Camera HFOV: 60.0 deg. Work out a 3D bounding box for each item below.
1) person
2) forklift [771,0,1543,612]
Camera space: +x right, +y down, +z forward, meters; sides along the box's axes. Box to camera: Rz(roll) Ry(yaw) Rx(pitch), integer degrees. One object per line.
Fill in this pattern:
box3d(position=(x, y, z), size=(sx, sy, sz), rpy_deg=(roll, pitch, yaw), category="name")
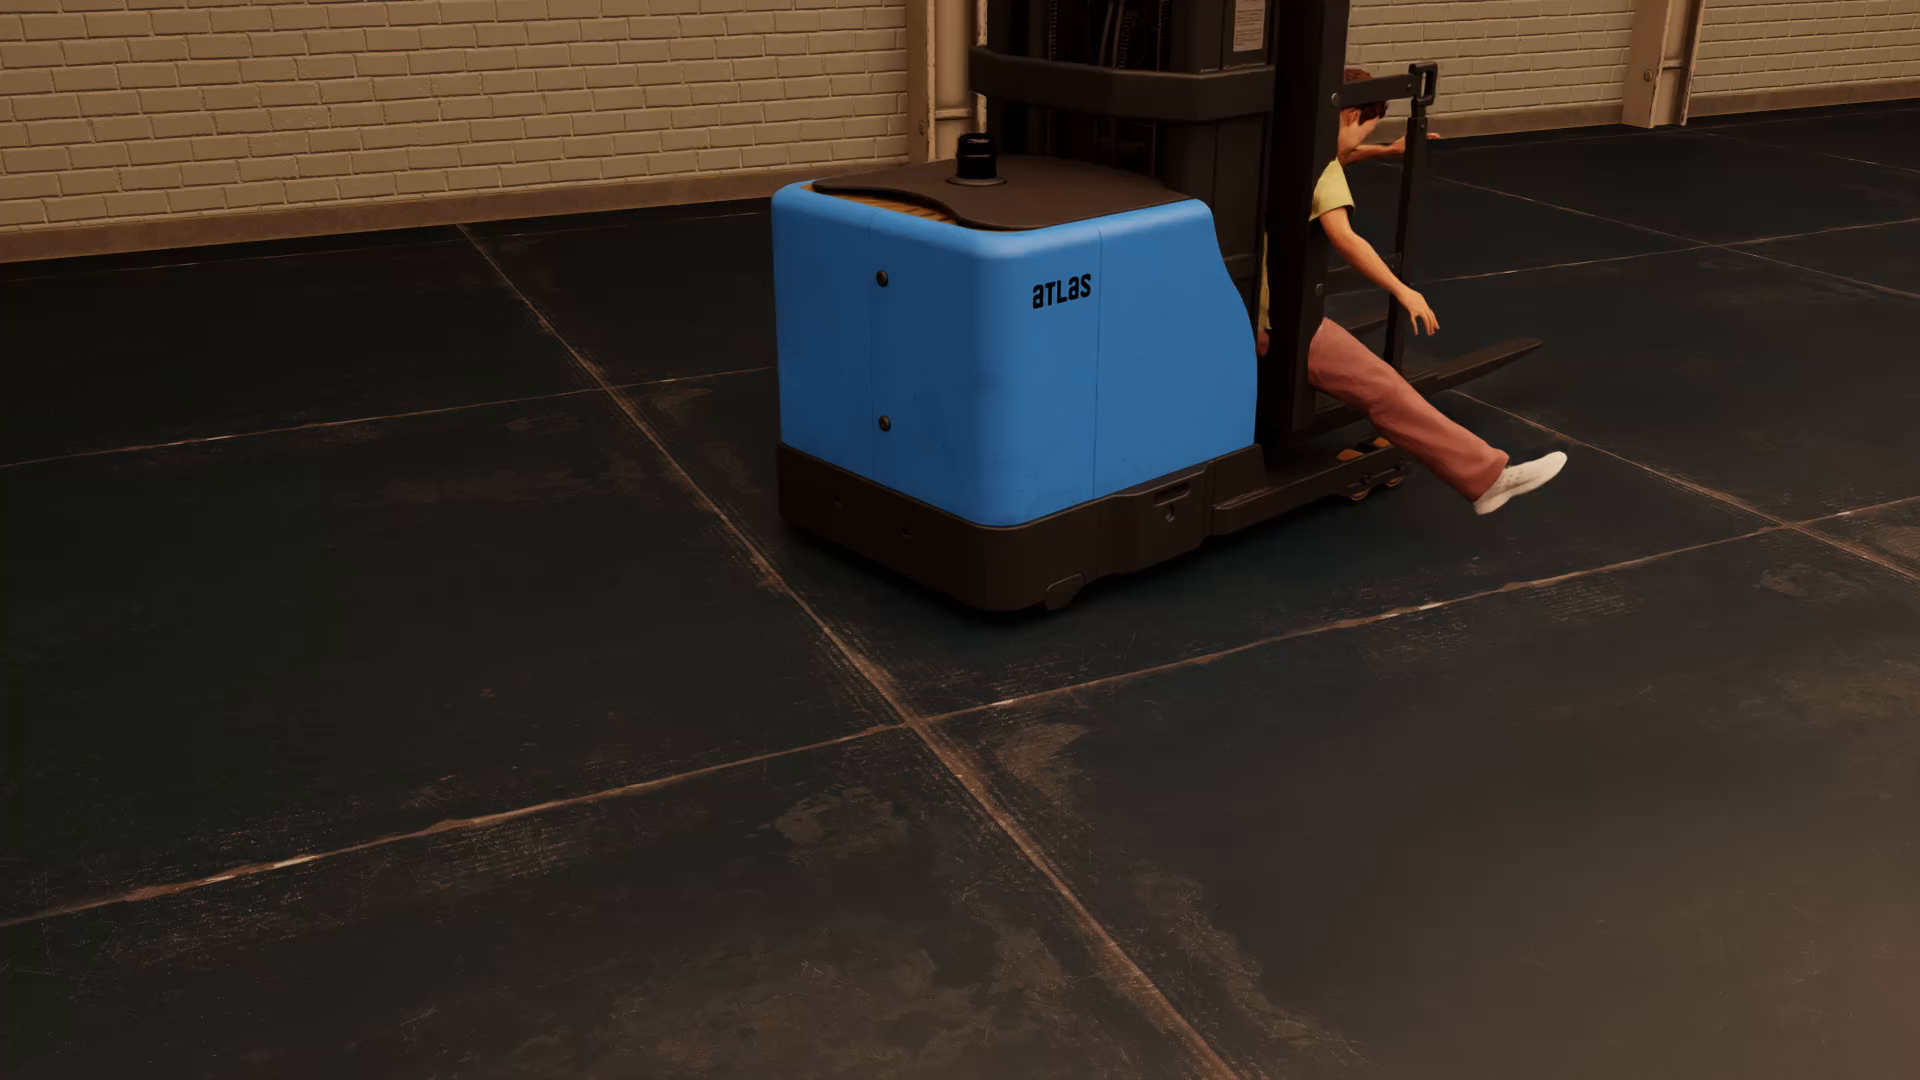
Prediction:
box3d(position=(1.248, -0.769, 5.188), size=(1.104, 1.347, 1.001), rpy_deg=(1, 23, 1), category="person")
box3d(position=(0.878, -1.614, 5.172), size=(3.031, 2.935, 1.130), rpy_deg=(-19, 29, -38), category="forklift")
